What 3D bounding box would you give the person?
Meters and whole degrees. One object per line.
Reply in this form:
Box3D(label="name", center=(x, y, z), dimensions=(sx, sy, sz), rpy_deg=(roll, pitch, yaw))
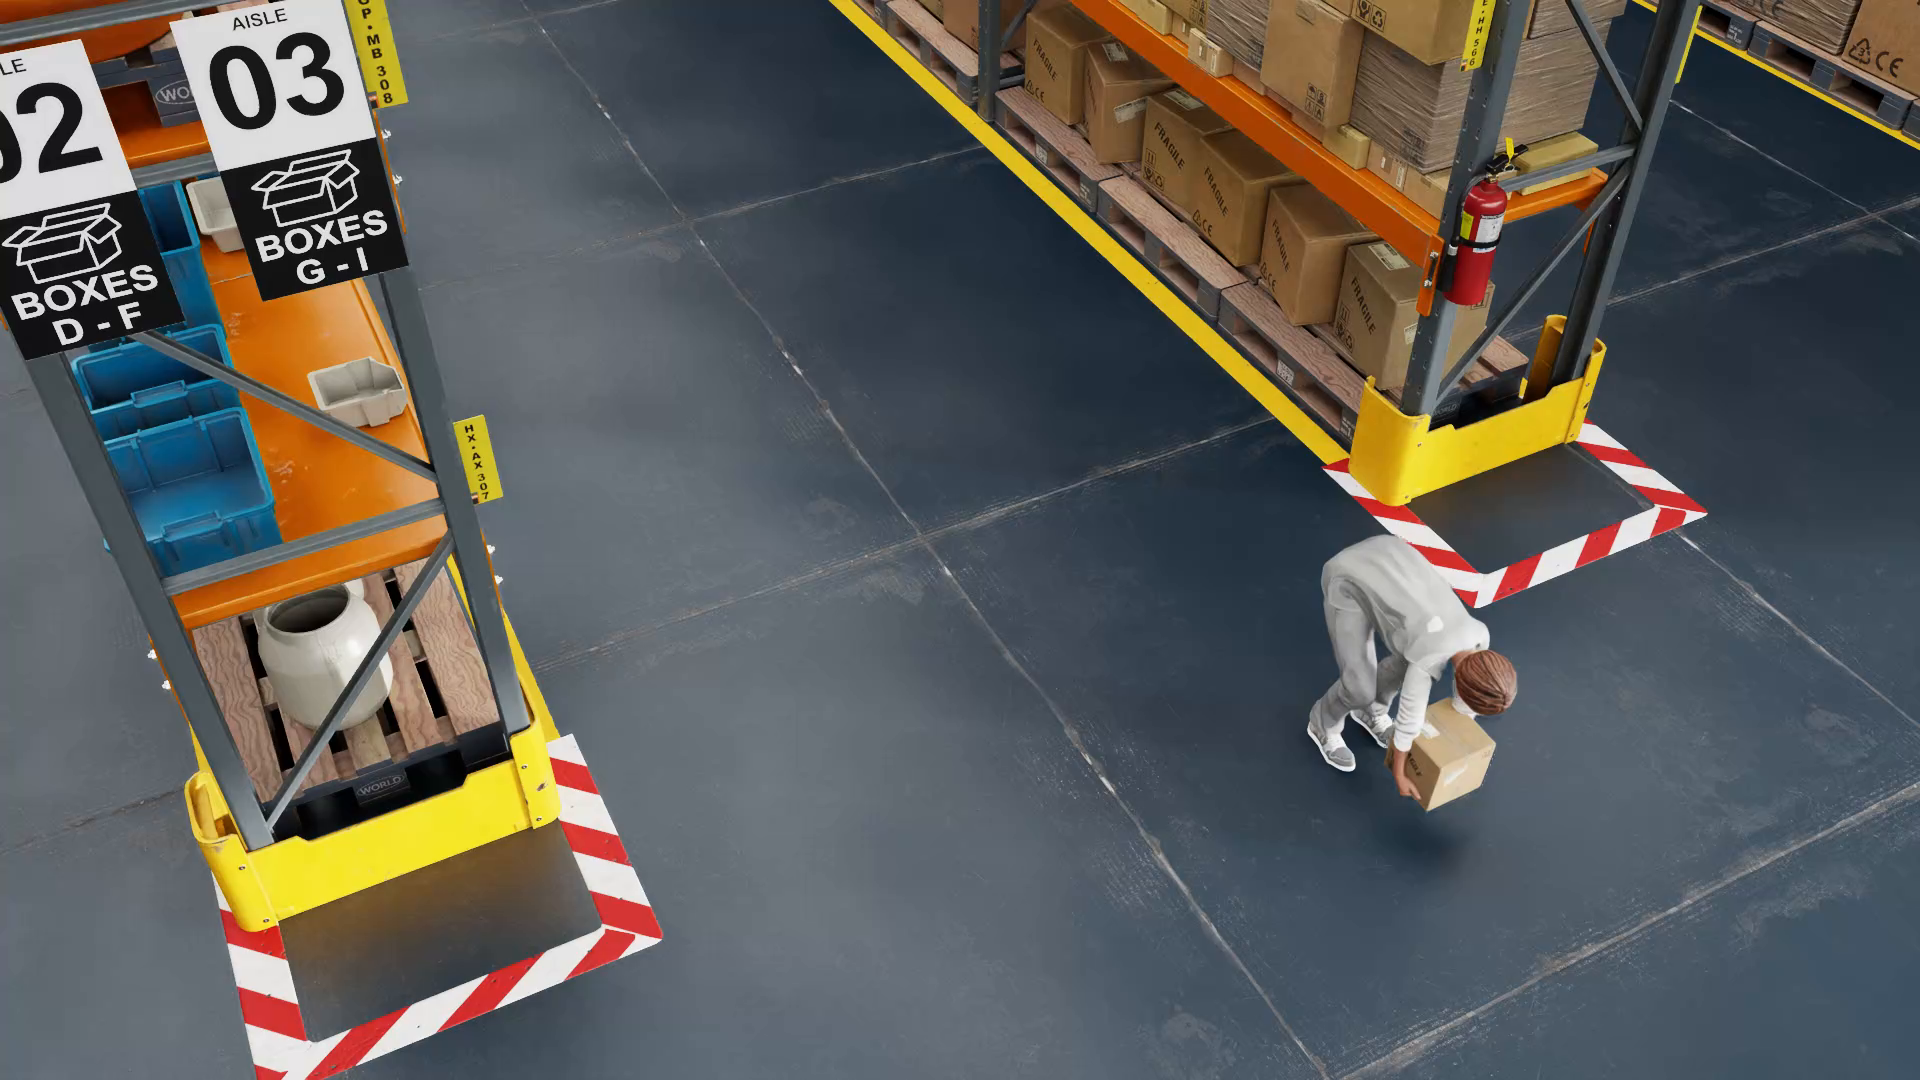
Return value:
Box3D(label="person", center=(1.549, 0.193, 5.953), dimensions=(0.443, 1.590, 0.424), rpy_deg=(-20, 45, -21))
